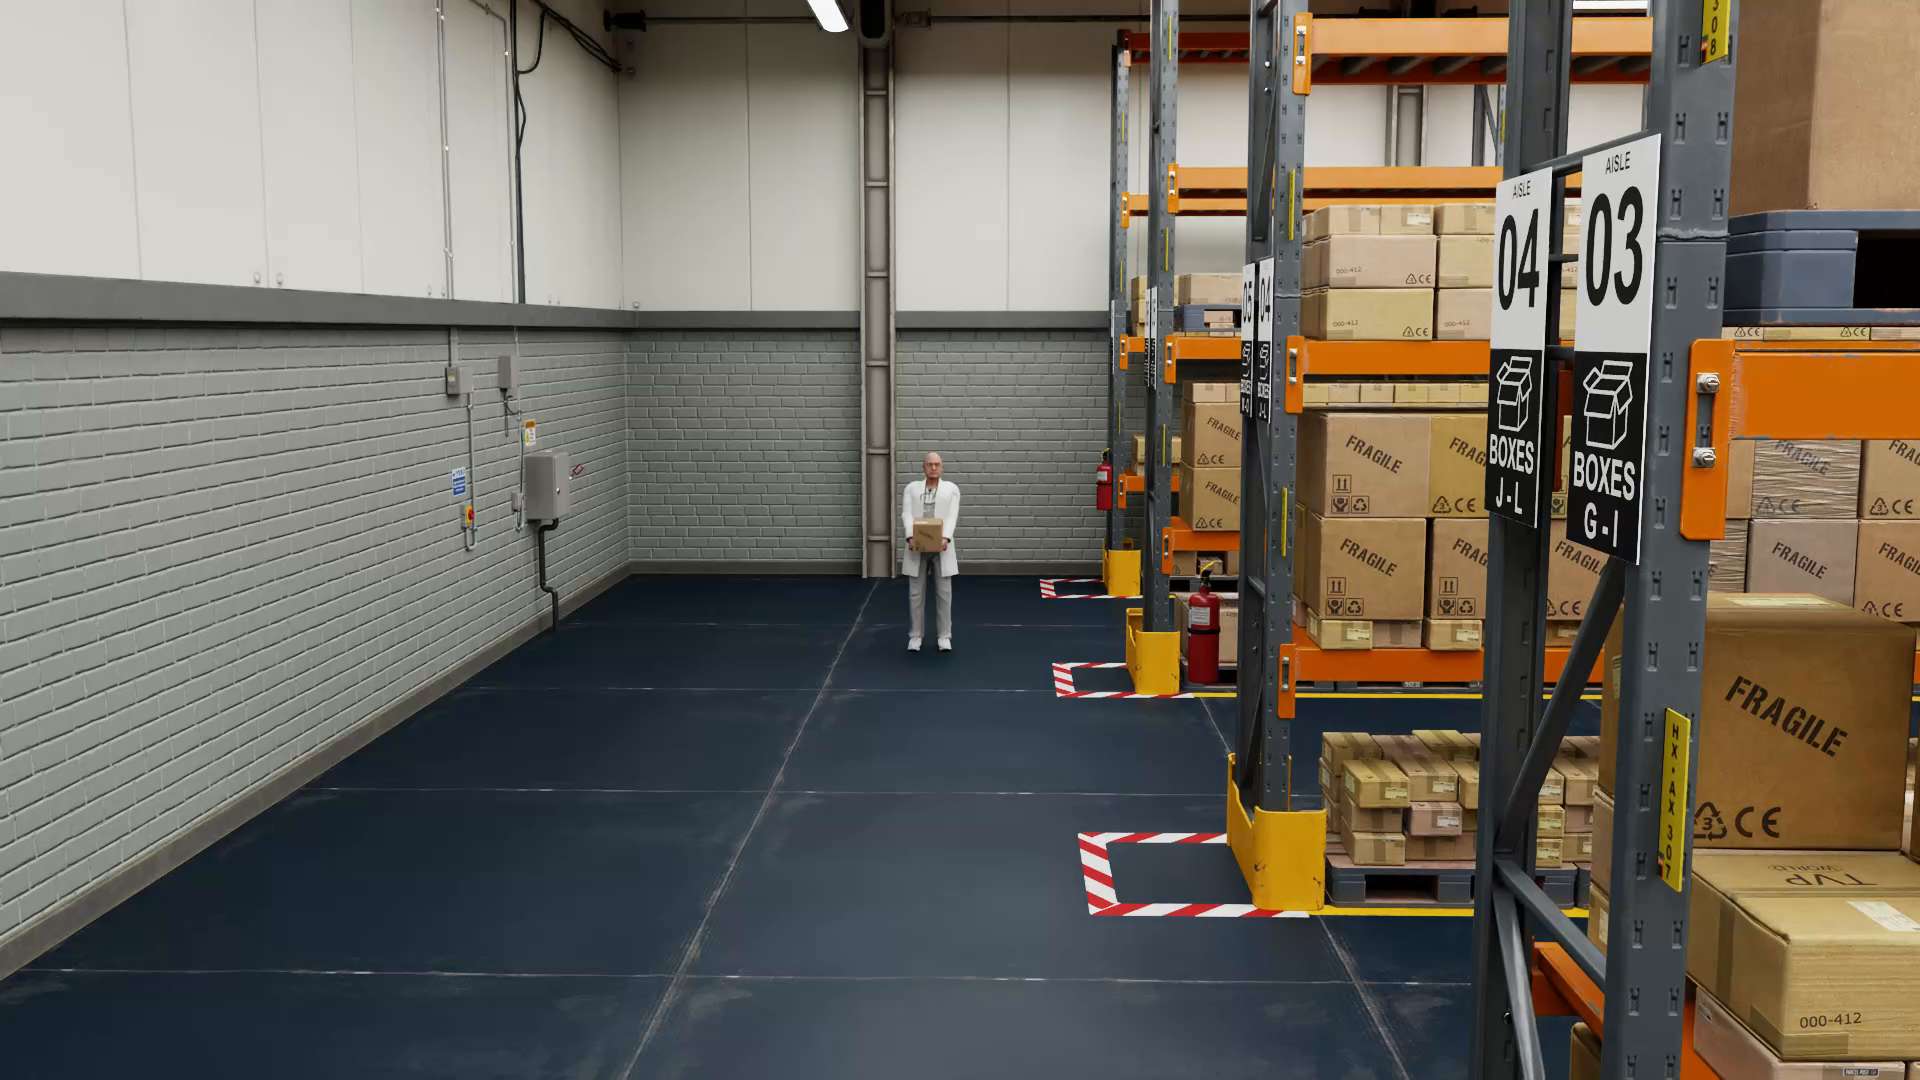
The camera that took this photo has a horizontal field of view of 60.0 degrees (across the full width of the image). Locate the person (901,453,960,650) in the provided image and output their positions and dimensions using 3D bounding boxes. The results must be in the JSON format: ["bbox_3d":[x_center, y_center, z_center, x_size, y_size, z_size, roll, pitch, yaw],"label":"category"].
[{"bbox_3d":[-0.267,0.115,14.924,0.530,1.770,0.563,0,7,2],"label":"person"}]
